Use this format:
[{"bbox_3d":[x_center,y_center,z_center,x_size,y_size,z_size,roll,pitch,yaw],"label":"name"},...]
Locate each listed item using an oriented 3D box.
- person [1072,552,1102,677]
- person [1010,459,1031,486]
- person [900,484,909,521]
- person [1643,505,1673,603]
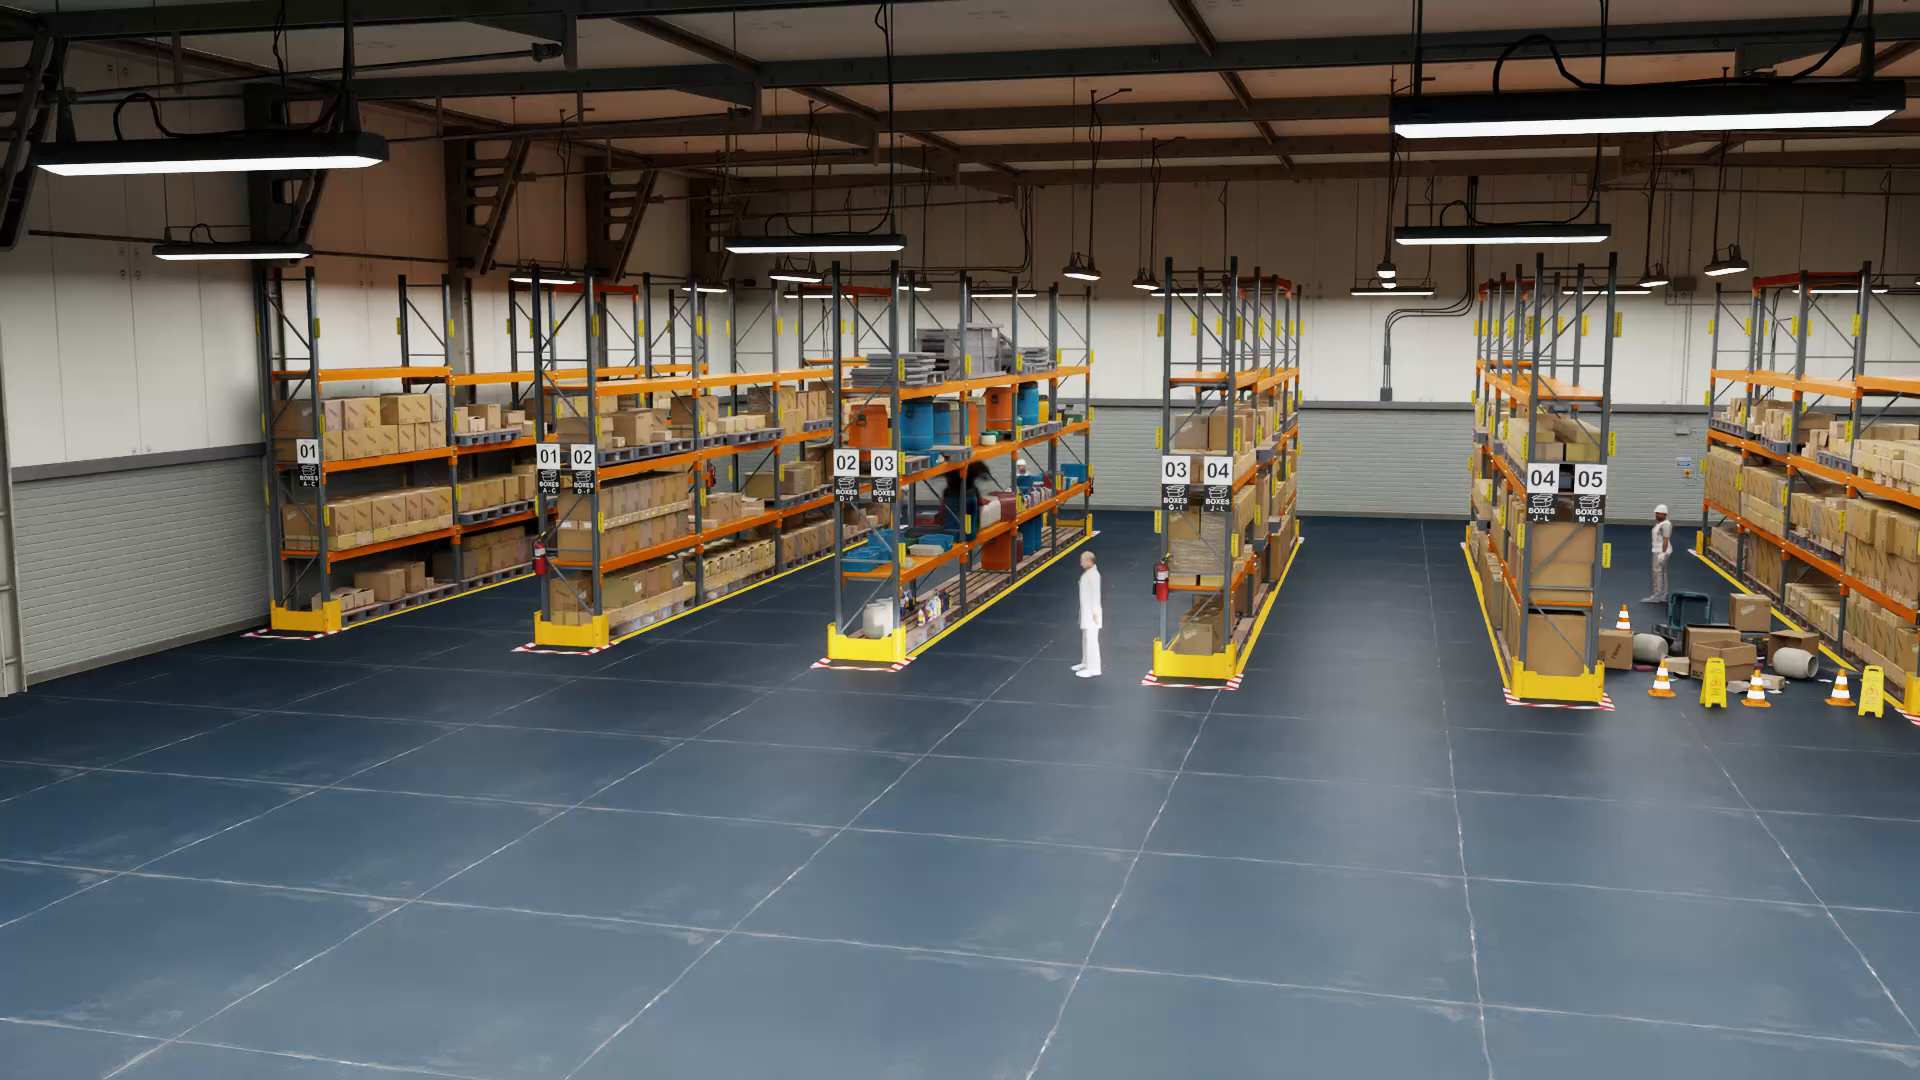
[{"bbox_3d":[1.848,1.054,24.172,0.424,1.776,0.643,0,7,-1],"label":"person"},{"bbox_3d":[1.546,-1.158,41.646,0.580,1.723,1.005,0,7,3],"label":"person"},{"bbox_3d":[-1.415,-1.323,43.493,0.539,1.633,0.907,-2,8,-16],"label":"person"},{"bbox_3d":[12.884,0.247,30.604,0.438,1.789,0.612,5,9,34],"label":"person"}]
